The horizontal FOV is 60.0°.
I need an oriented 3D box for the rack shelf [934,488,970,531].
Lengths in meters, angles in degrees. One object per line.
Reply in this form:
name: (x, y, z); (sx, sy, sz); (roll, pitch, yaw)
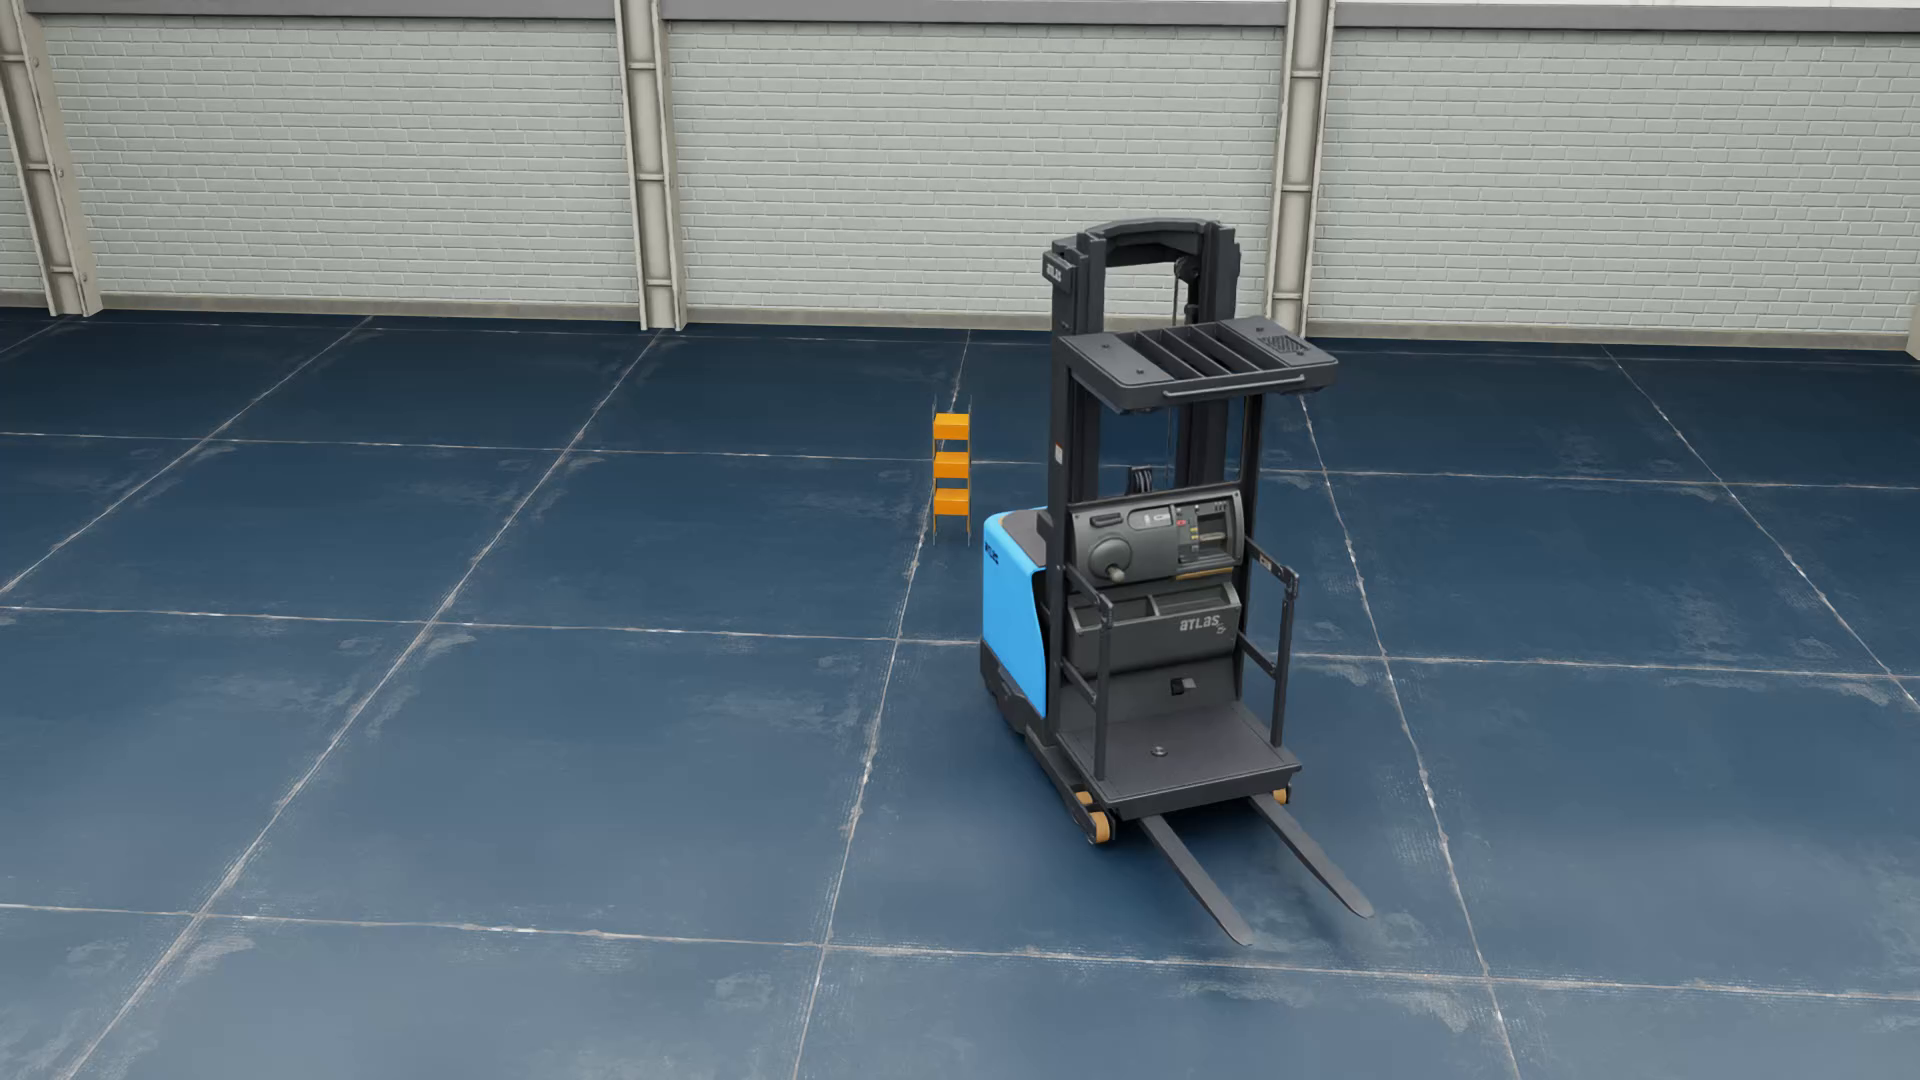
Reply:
rack shelf: (-0.053, -0.217, 11.655); (0.240, 0.259, 0.215); (2, 25, 4)

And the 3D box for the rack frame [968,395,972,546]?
rack frame: (0.068, -0.475, 11.526); (0.008, 1.050, 0.200); (2, 25, 4)

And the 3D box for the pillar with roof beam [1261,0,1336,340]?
pillar with roof beam: (2.753, -4.207, 10.127); (0.400, 9.000, 9.100); (2, 25, 4)

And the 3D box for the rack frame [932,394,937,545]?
rack frame: (-0.175, -0.483, 11.543); (0.008, 1.050, 0.200); (2, 25, 4)

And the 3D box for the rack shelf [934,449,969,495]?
rack shelf: (-0.053, -0.469, 11.539); (0.240, 0.259, 0.215); (2, 25, 4)

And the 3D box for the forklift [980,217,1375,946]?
forklift: (1.076, 0.015, 8.210); (1.130, 2.935, 3.031); (-8, 26, -17)

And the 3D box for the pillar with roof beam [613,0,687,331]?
pillar with roof beam: (-3.229, -4.399, 10.544); (0.400, 9.000, 9.100); (2, 25, 4)

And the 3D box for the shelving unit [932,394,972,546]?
shelving unit: (-0.053, -0.479, 11.534); (0.252, 1.050, 0.215); (2, 25, 4)

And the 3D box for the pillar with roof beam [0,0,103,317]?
pillar with roof beam: (-9.212, -4.591, 10.961); (0.400, 9.000, 9.100); (2, 25, 4)

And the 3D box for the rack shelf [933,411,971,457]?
rack shelf: (-0.053, -0.727, 11.420); (0.240, 0.259, 0.215); (2, 25, 4)

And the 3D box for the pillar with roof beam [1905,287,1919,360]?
pillar with roof beam: (8.735, -4.015, 9.709); (0.400, 9.000, 9.100); (2, 25, 4)
